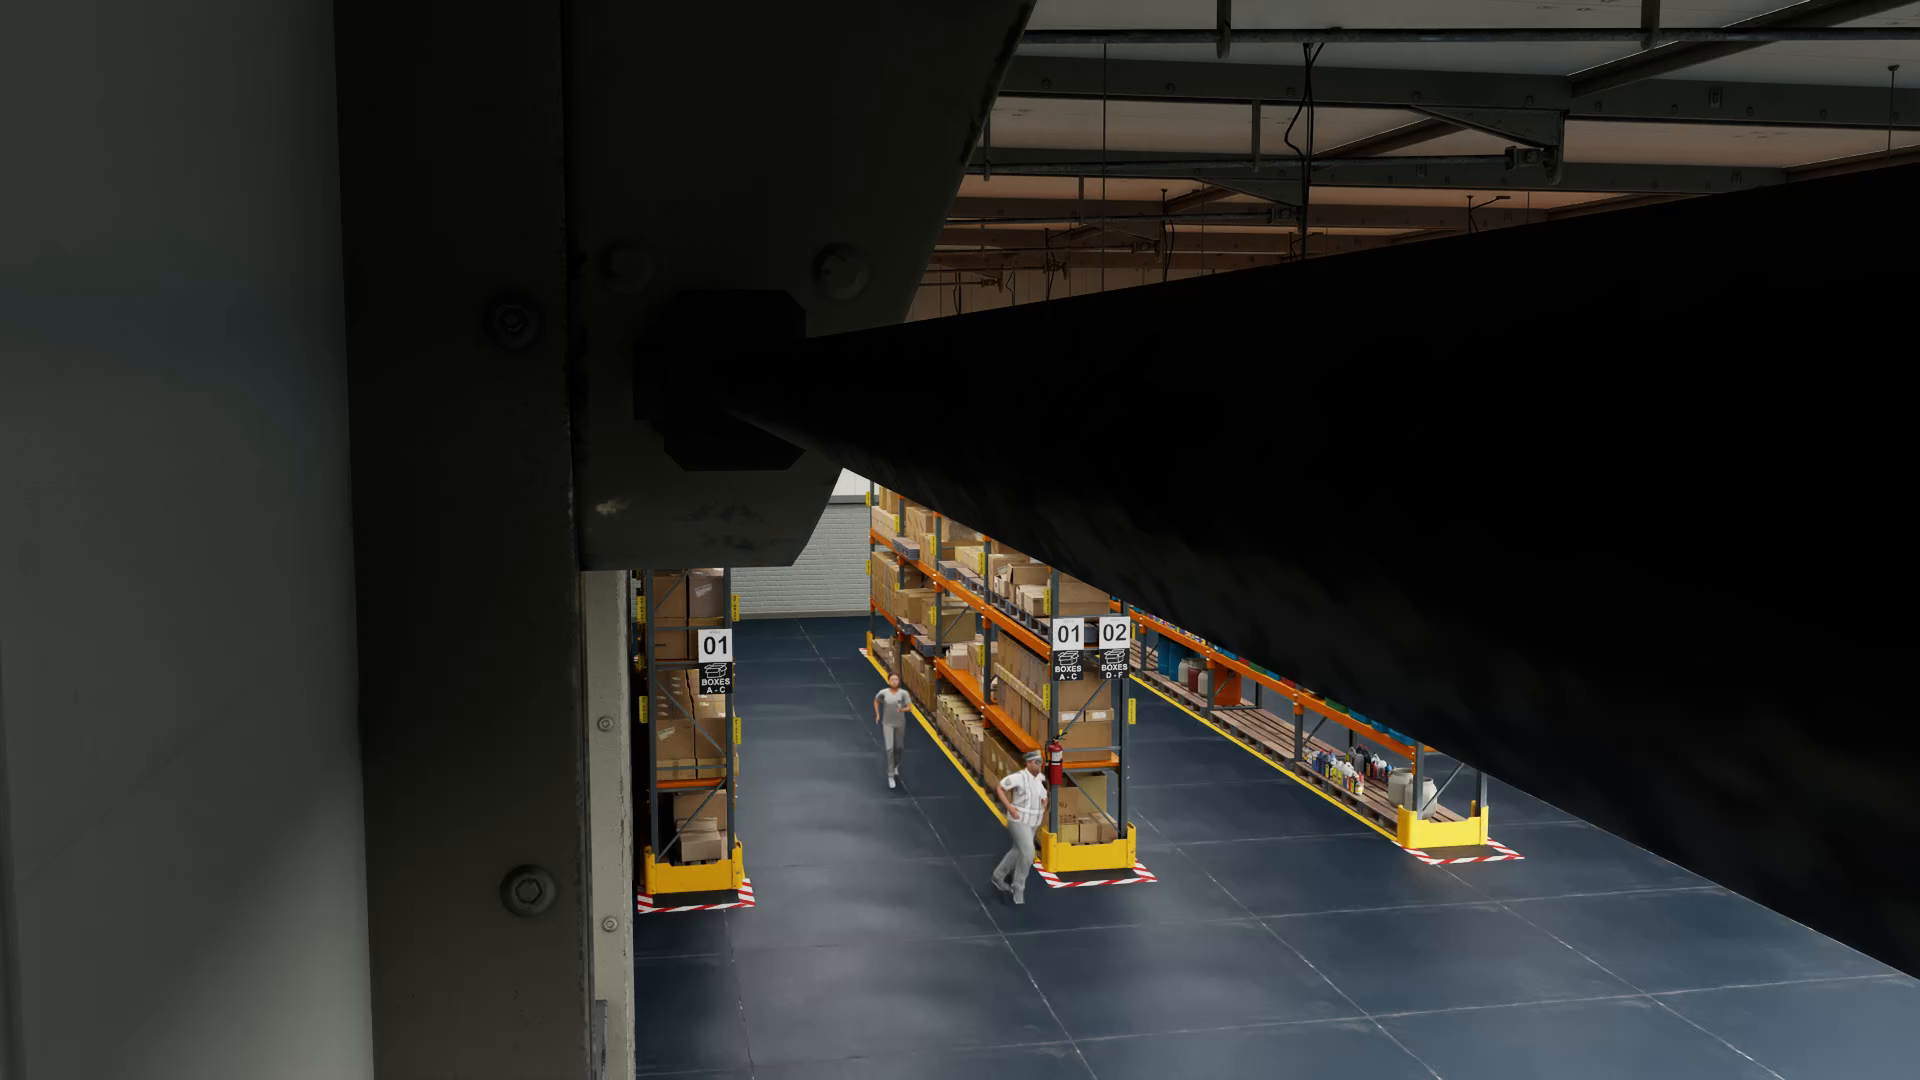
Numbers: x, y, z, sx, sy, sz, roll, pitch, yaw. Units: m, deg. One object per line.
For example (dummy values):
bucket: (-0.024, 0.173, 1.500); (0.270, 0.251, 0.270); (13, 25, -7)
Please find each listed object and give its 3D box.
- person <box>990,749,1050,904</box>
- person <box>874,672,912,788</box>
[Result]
person: (0.733, 3.407, 19.956); (0.710, 1.835, 0.718); (5, 8, 38)
person: (-1.008, 2.833, 25.262); (0.554, 1.681, 0.907); (-1, 6, -10)
